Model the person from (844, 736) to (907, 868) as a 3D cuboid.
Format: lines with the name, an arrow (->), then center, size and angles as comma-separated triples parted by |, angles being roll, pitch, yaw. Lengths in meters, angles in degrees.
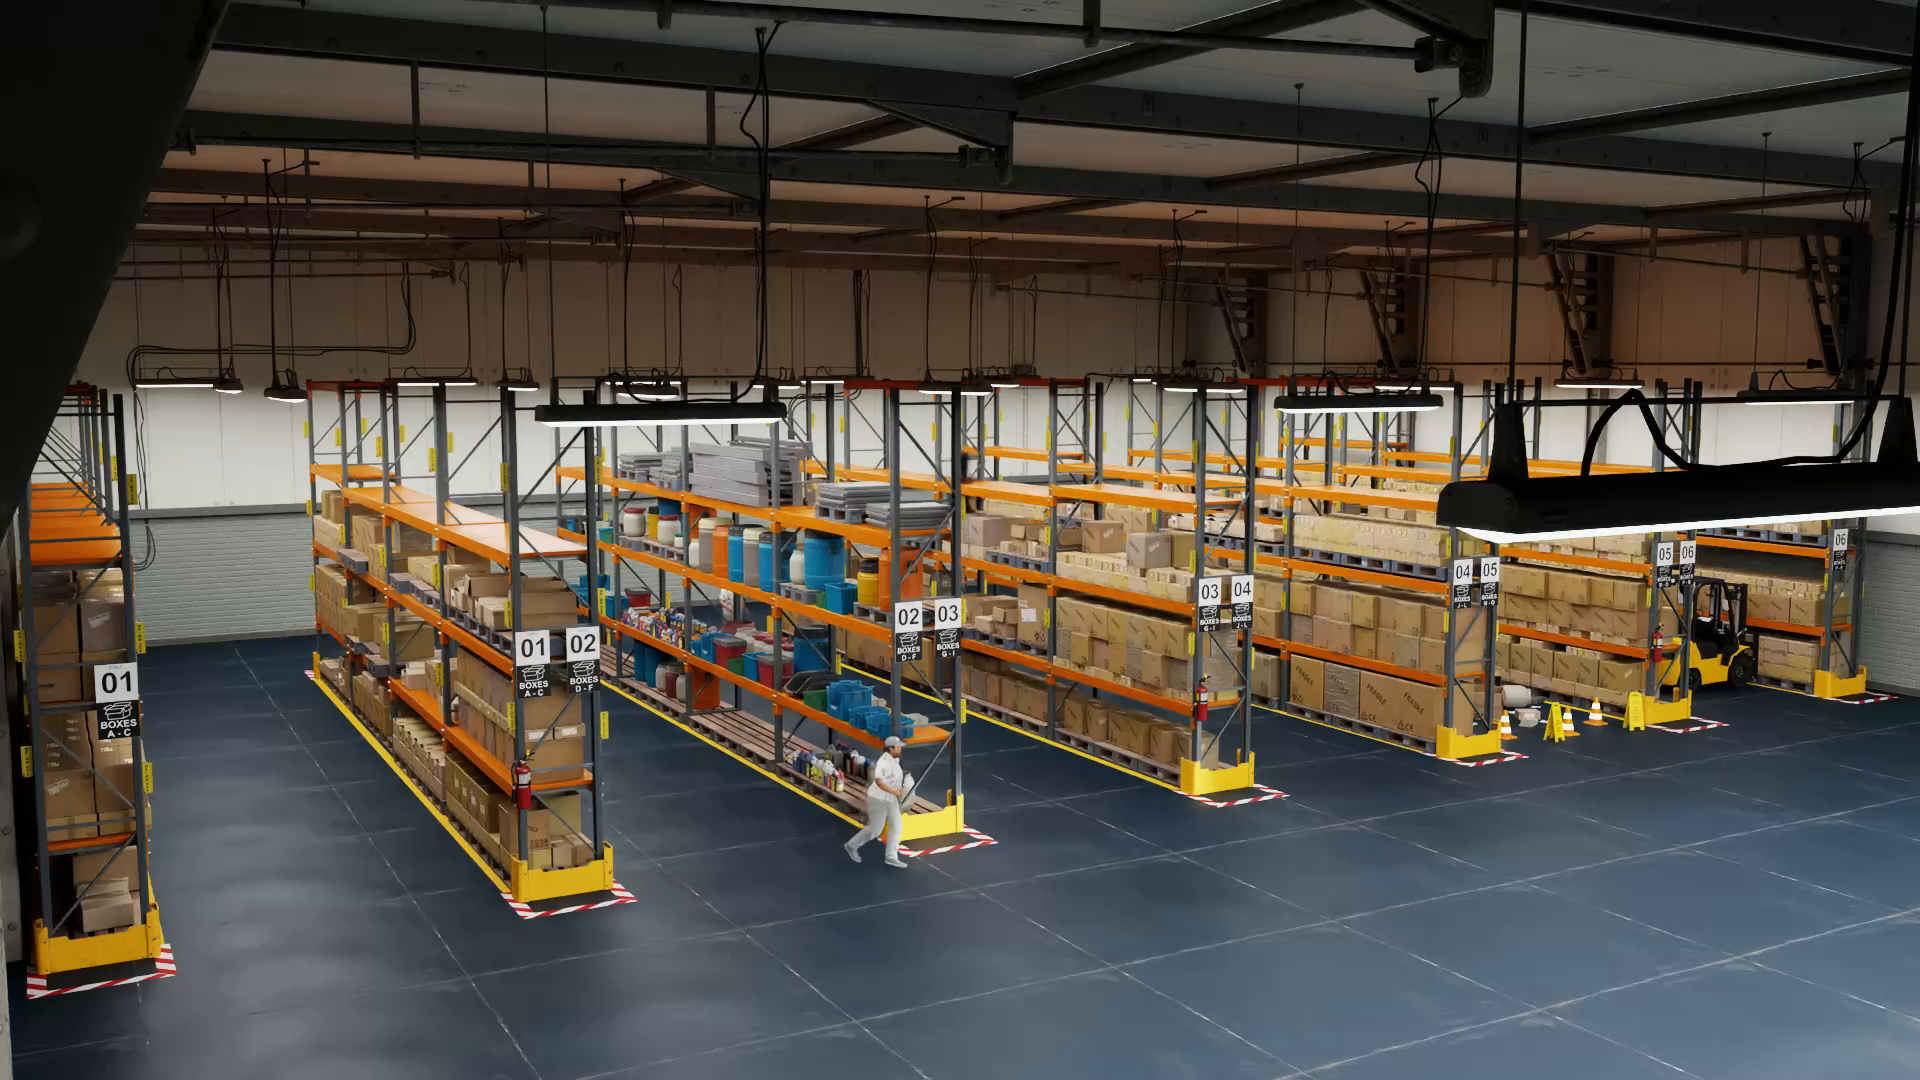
person -> -1.022, 3.294, 21.058 | 0.822, 1.653, 0.608 | 2, 6, 21

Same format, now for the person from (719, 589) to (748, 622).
person -> -5.041, 1.589, 36.617 | 0.670, 1.733, 0.794 | -5, 8, -37
